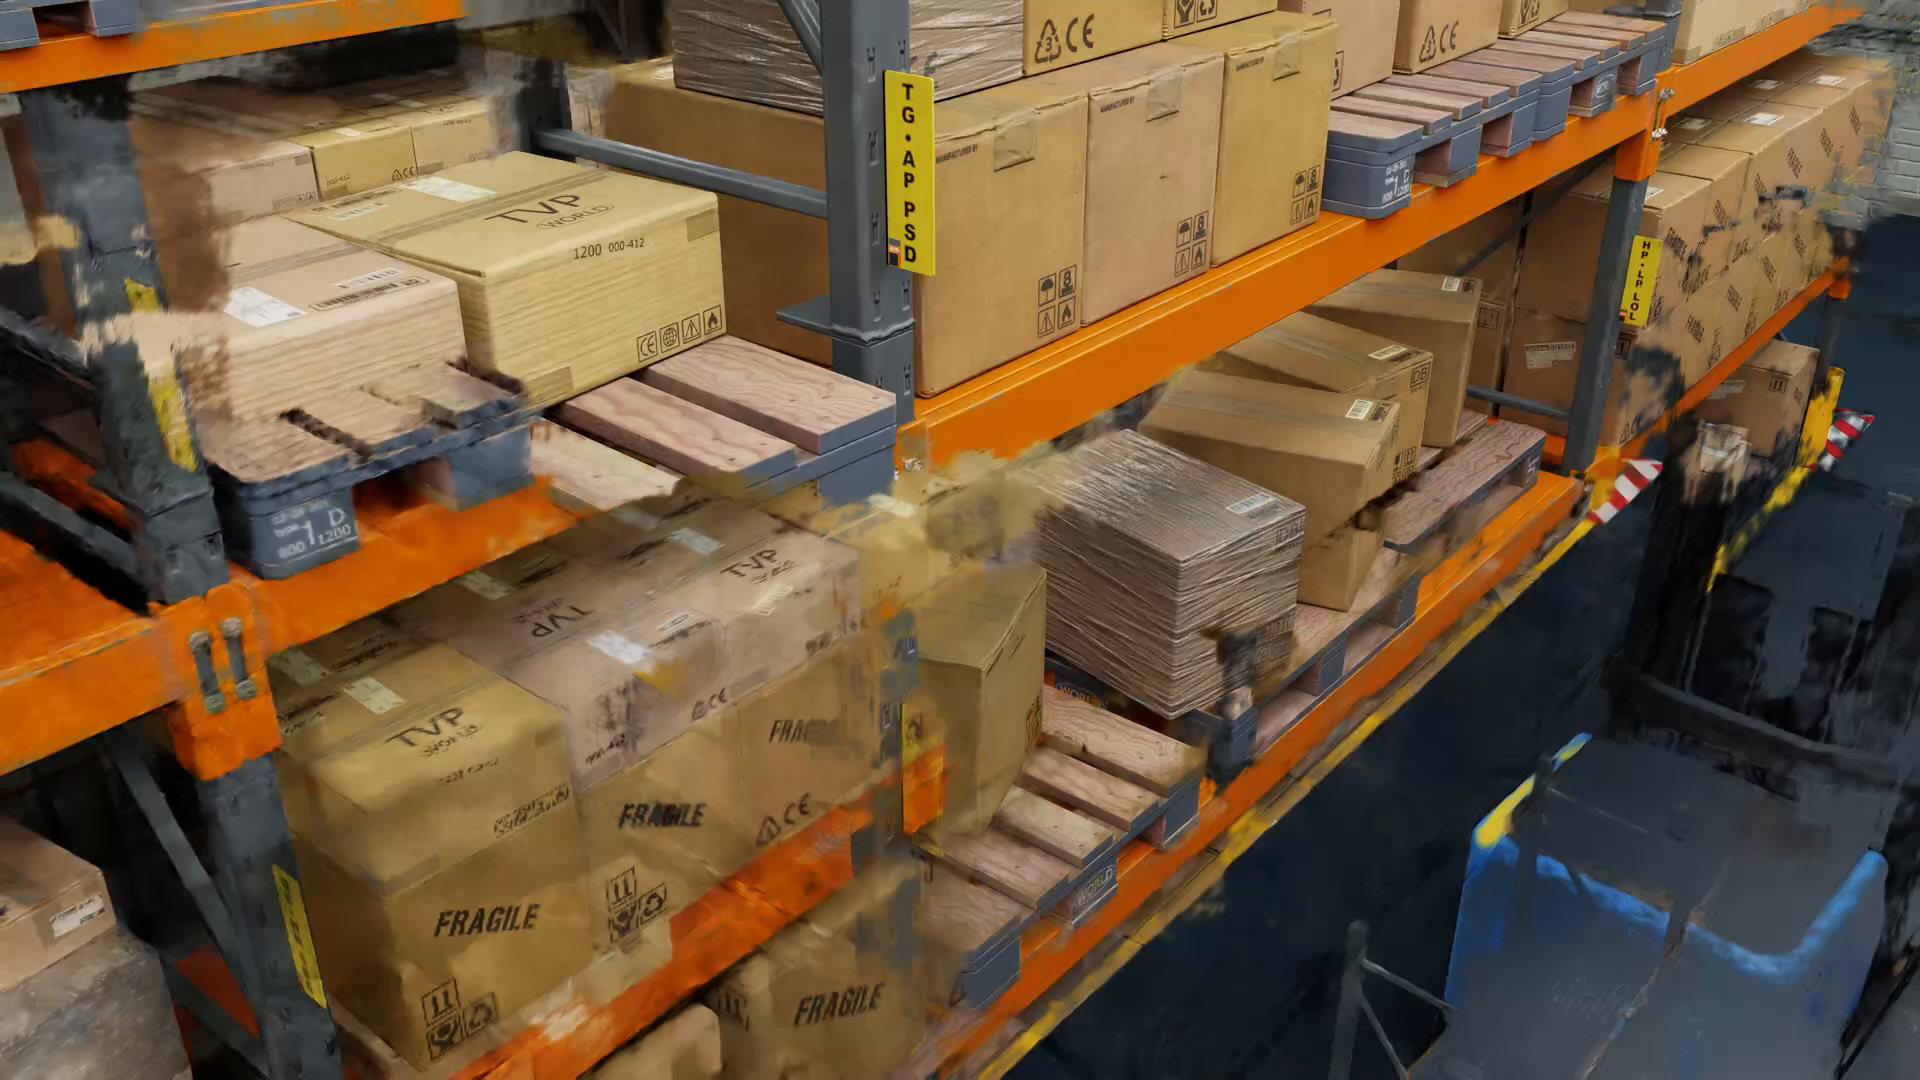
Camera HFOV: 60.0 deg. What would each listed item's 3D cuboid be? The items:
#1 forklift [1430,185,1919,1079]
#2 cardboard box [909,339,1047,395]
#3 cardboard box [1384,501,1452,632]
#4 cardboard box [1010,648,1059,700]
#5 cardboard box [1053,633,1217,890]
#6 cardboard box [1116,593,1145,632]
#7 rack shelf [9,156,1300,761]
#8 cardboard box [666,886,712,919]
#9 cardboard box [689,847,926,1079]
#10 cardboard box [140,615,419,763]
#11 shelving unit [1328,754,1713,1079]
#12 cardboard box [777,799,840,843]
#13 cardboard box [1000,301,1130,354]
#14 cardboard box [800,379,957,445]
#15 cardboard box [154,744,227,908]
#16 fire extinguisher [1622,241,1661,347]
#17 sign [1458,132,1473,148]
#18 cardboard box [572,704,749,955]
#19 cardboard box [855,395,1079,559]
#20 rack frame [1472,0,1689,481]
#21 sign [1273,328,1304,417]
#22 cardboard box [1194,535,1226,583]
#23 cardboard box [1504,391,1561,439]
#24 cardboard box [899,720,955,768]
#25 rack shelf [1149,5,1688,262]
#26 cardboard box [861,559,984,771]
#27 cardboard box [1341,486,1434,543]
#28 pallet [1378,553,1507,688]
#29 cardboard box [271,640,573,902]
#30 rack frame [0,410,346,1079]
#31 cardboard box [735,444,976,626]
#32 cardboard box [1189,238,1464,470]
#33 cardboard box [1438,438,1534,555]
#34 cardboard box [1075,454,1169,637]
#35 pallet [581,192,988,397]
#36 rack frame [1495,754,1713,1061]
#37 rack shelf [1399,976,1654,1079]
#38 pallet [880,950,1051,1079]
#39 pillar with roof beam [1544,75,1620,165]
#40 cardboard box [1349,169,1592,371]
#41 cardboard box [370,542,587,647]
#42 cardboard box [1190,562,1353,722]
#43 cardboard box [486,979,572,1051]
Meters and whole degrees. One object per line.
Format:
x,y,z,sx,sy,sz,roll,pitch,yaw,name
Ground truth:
0.437,-1.510,8.479,1.130,2.935,3.031,24,36,38,forklift
-2.606,-2.276,8.614,0.500,0.250,0.500,21,34,35,cardboard box
-0.580,-1.701,11.038,0.700,0.500,0.500,22,34,36,cardboard box
-2.453,-1.373,8.391,0.380,0.149,0.250,21,34,34,cardboard box
-2.098,-0.995,9.291,0.750,0.750,0.750,21,34,35,cardboard box
-2.123,-1.551,8.736,0.380,0.149,0.250,22,35,36,cardboard box
-3.057,-2.335,7.518,1.077,0.370,4.000,21,34,34,rack shelf
-3.475,-0.841,7.363,0.380,0.149,0.250,20,34,34,cardboard box
-3.198,-0.376,8.095,0.750,0.750,0.750,21,34,34,cardboard box
-4.241,-1.368,6.860,0.500,0.250,0.500,22,34,36,cardboard box
-1.029,-0.197,7.498,0.587,1.500,1.083,24,36,38,shelving unit
-3.144,-1.024,7.716,0.380,0.149,0.250,21,34,35,cardboard box
-2.278,-2.463,8.976,0.500,0.250,0.500,22,35,36,cardboard box
-2.921,-2.096,8.267,0.500,0.250,0.500,19,33,33,cardboard box
-4.232,-1.043,7.048,0.500,0.500,0.500,21,34,35,cardboard box
1.211,-3.168,12.100,0.296,0.674,0.183,21,34,34,fire extinguisher
0.335,-4.034,12.254,0.100,0.325,0.005,21,34,34,sign
-3.482,-1.079,7.117,0.500,0.500,0.500,22,35,36,cardboard box
-2.542,-1.950,7.985,0.500,0.250,0.500,22,34,35,cardboard box
0.759,-3.450,12.154,1.000,3.000,0.127,21,34,34,rack frame
-1.360,-2.355,8.865,0.100,0.325,0.005,21,34,34,sign
-1.781,-1.726,9.074,0.380,0.149,0.250,21,34,35,cardboard box
0.450,-2.438,11.755,0.380,0.149,0.250,20,34,34,cardboard box
-2.801,-1.198,8.052,0.380,0.149,0.250,22,35,36,cardboard box
-0.513,-3.753,10.259,1.077,0.370,4.000,21,34,34,rack shelf
-2.841,-1.442,7.818,0.500,0.500,0.500,22,34,36,cardboard box
-0.540,-1.884,10.685,0.380,0.149,0.250,20,33,33,cardboard box
-0.465,-1.474,11.370,1.003,0.211,1.213,21,34,34,pallet
-3.823,-1.228,6.588,0.500,0.250,0.500,22,34,36,cardboard box
-4.329,-0.613,6.671,1.000,3.000,0.127,21,34,34,rack frame
-2.865,-1.769,7.635,0.500,0.250,0.500,20,33,33,cardboard box
-0.959,-2.610,10.203,0.980,0.700,0.700,20,33,33,cardboard box
0.073,-2.071,11.752,0.700,0.500,0.500,21,34,34,cardboard box
-2.201,-1.796,8.503,0.500,0.500,0.500,21,34,35,cardboard box
-3.251,-2.503,7.265,1.003,0.211,1.213,23,35,37,pallet
-0.683,-0.362,7.817,0.500,1.500,0.032,24,36,38,rack frame
-1.035,-0.034,7.574,0.538,0.185,1.000,24,36,38,rack shelf
-2.993,-0.063,8.642,1.003,0.211,1.213,21,34,34,pallet
5.131,-6.066,10.682,9.100,9.000,0.400,21,34,34,pillar with roof beam
-0.011,-3.138,11.225,0.980,0.700,0.700,20,34,34,cardboard box
-3.909,-1.551,7.213,0.500,0.250,0.500,19,33,33,cardboard box
-1.230,-1.343,10.345,0.700,0.500,0.500,21,34,35,cardboard box
-3.774,-0.646,6.987,0.380,0.149,0.250,21,34,35,cardboard box
